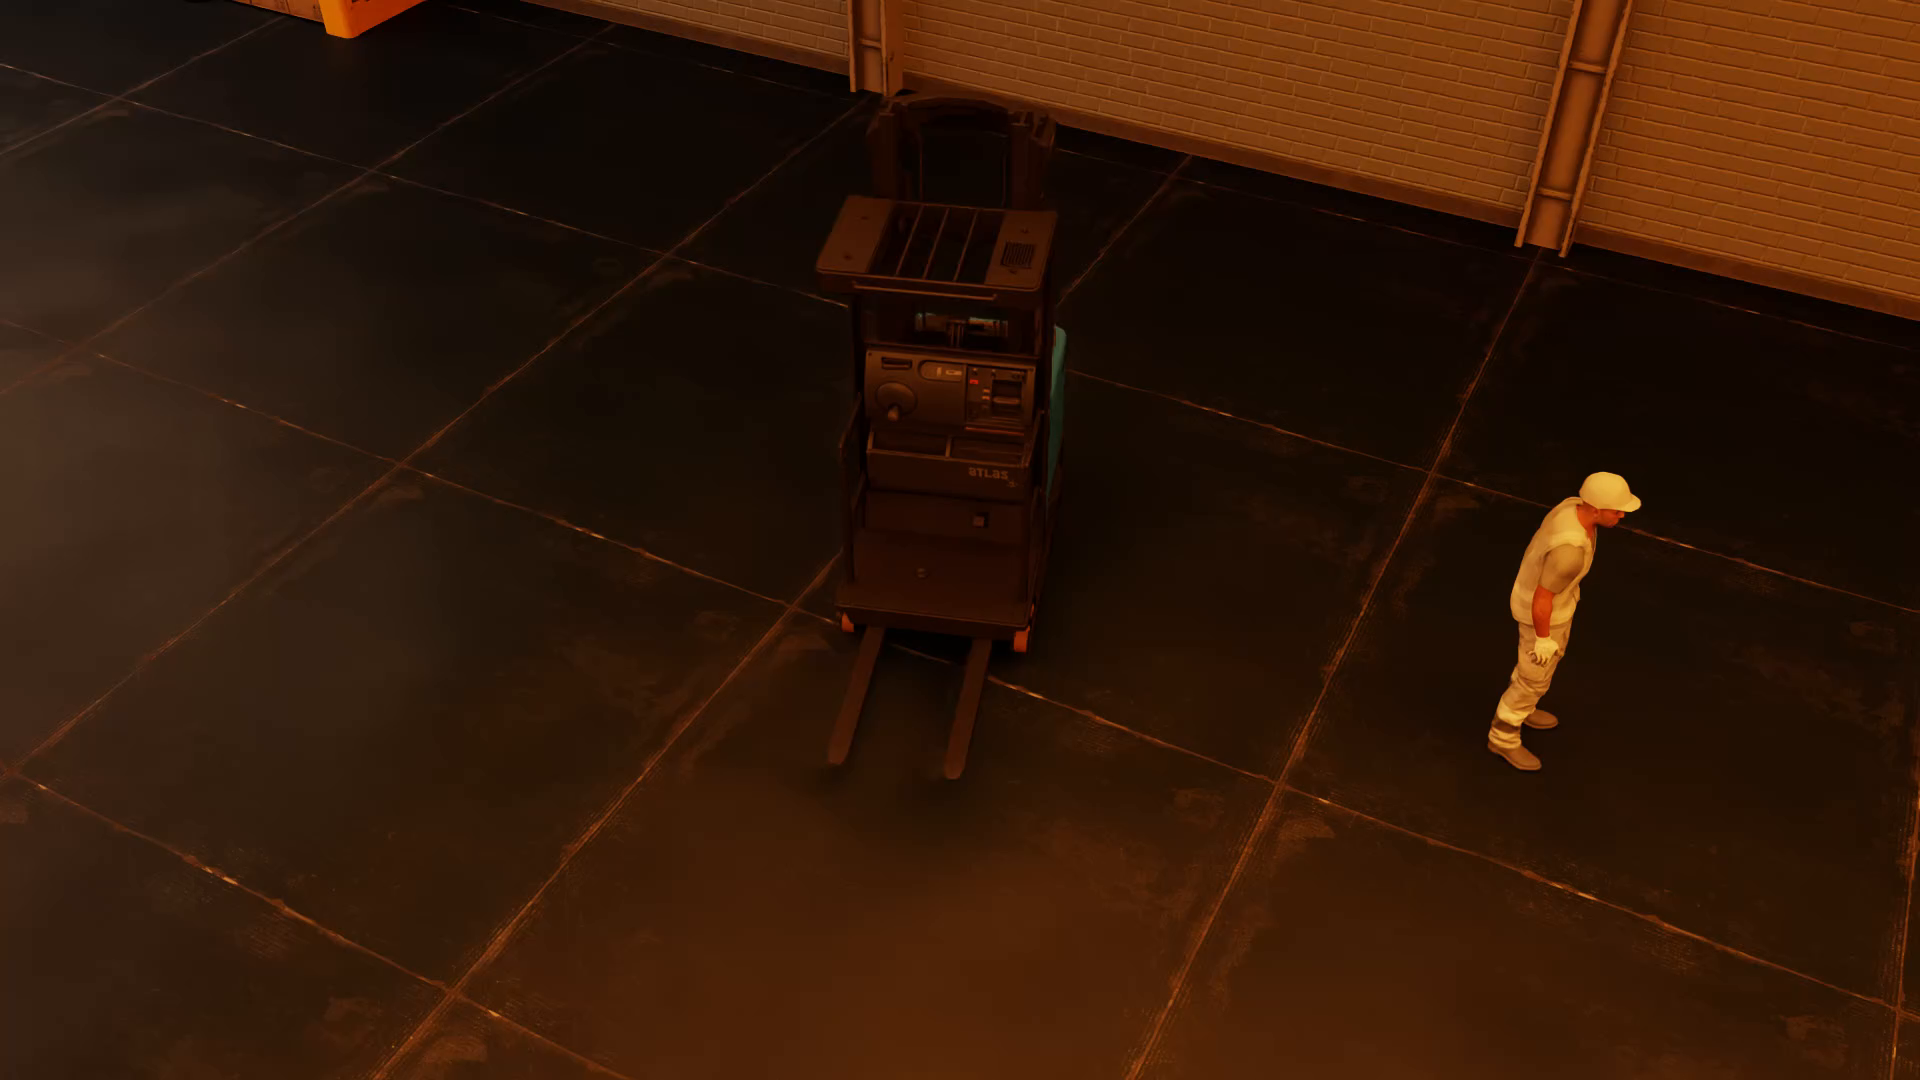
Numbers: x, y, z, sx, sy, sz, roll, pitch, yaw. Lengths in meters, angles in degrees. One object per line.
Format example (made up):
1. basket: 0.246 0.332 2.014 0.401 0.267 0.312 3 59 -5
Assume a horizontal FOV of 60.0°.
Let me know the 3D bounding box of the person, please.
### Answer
1. person: 3.017 0.372 8.443 0.452 1.777 0.599 19 44 21

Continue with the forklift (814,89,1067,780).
1. forklift: -0.090 -0.729 8.852 1.130 2.935 3.031 6 41 7
